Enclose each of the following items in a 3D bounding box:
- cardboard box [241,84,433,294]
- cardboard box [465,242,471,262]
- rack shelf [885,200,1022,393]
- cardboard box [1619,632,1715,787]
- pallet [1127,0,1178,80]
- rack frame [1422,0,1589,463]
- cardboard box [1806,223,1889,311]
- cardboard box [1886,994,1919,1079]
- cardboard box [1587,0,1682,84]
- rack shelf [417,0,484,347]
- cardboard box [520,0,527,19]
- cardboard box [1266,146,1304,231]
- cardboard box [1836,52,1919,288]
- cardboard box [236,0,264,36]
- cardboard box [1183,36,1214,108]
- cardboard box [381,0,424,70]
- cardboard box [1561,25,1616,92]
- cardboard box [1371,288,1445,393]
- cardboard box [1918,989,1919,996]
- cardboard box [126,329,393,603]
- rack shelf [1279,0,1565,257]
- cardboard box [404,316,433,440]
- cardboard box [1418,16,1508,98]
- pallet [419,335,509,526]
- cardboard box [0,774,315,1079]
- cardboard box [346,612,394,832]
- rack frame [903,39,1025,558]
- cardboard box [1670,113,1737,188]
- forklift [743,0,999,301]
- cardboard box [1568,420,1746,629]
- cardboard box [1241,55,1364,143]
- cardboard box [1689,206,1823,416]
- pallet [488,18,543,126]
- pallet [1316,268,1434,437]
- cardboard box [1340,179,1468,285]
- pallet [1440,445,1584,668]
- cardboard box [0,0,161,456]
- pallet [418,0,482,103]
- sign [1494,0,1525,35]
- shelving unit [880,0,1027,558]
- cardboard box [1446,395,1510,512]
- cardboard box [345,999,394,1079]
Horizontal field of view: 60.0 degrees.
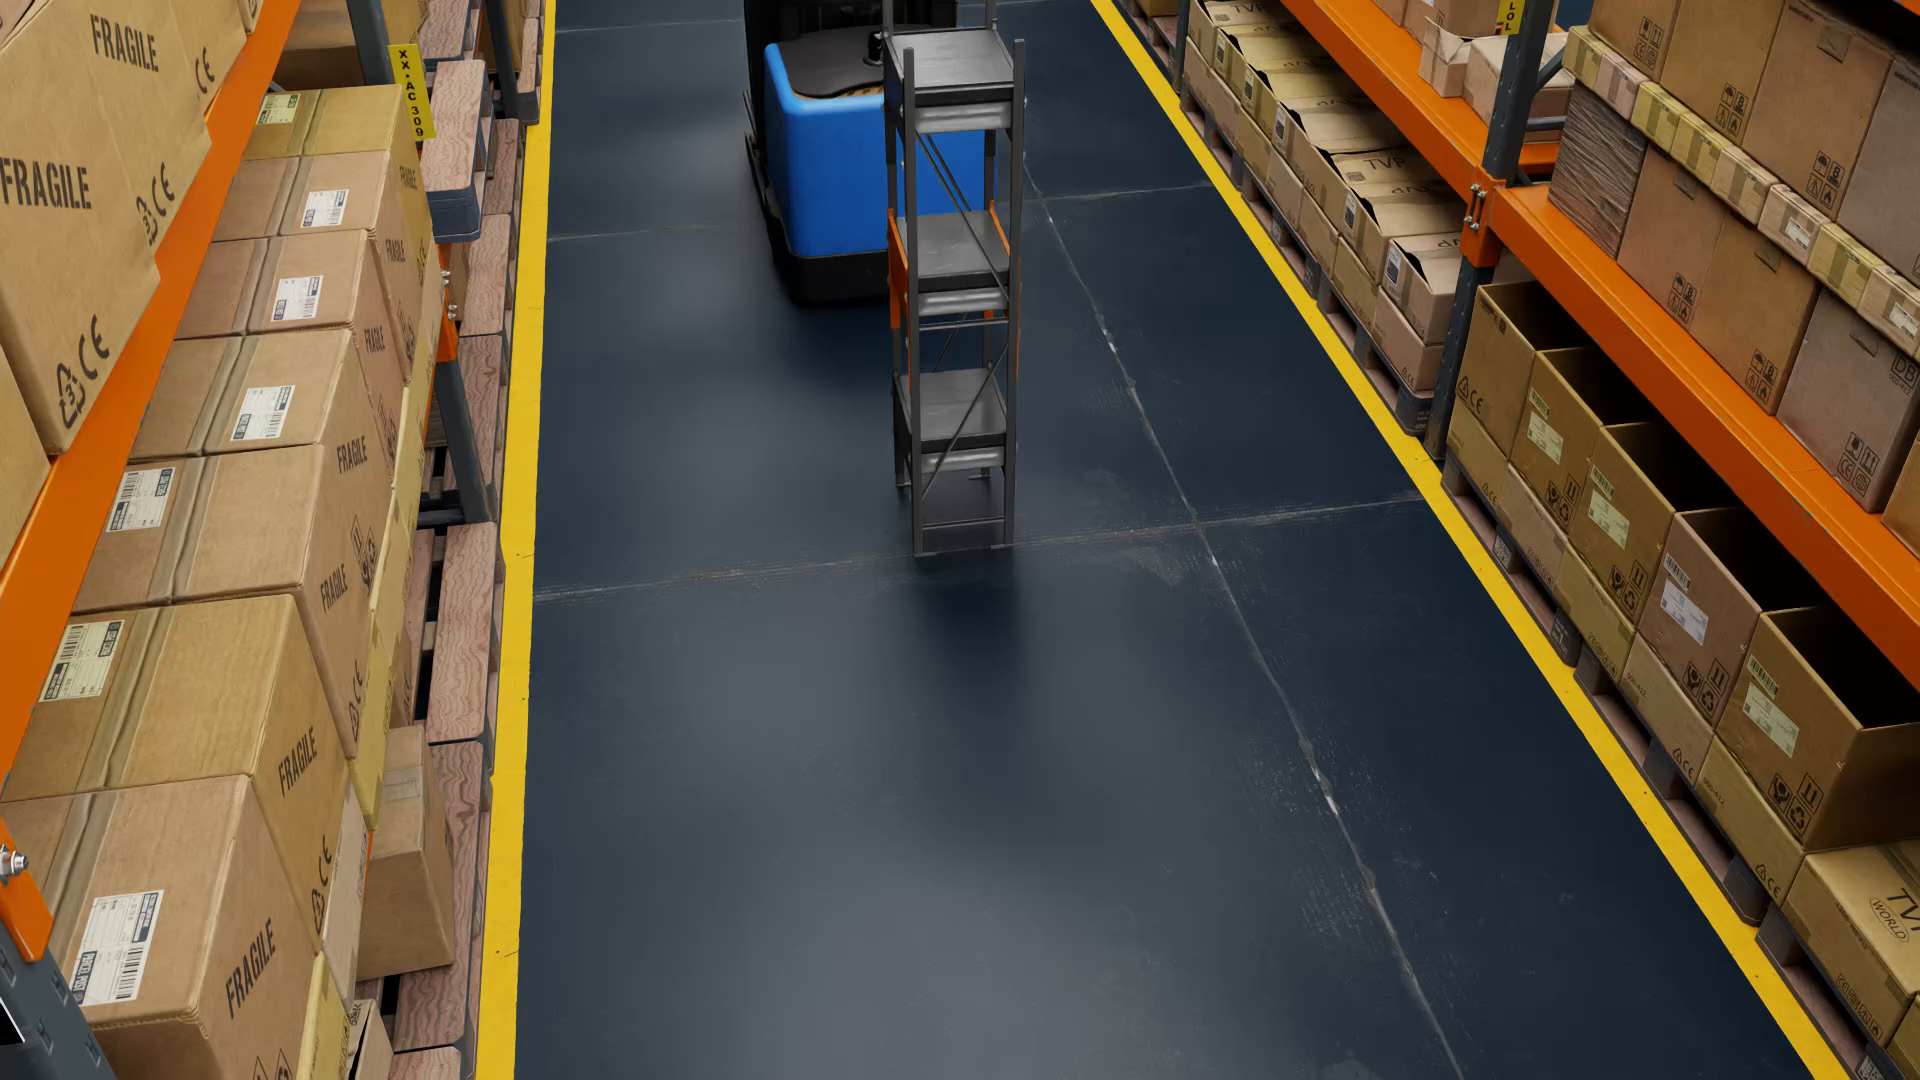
[{"bbox_3d":[-1.962,-1.068,5.175,0.500,0.500,0.500,-6,38,-8],"label":"cardboard box"},{"bbox_3d":[-2.782,-1.628,8.080,0.700,0.500,0.500,-6,38,-8],"label":"cardboard box"},{"bbox_3d":[-0.029,-0.918,6.243,0.431,0.518,0.480,-6,38,-8],"label":"rack shelf"},{"bbox_3d":[2.569,0.528,5.524,0.500,0.250,0.500,-6,38,-8],"label":"cardboard box"},{"bbox_3d":[1.732,-3.381,10.930,1.003,0.211,1.213,-6,38,-8],"label":"pallet"},{"bbox_3d":[2.527,-1.611,6.379,1.000,3.000,0.127,-6,38,-8],"label":"rack frame"},{"bbox_3d":[2.659,-0.788,4.709,0.380,0.149,0.250,-7,38,-8],"label":"cardboard box"},{"bbox_3d":[2.844,1.433,4.359,0.500,0.250,0.500,-6,38,-8],"label":"cardboard box"},{"bbox_3d":[2.611,-1.895,5.606,0.700,0.500,0.500,-6,38,-8],"label":"cardboard box"},{"bbox_3d":[-2.700,-2.000,7.465,1.077,0.370,4.000,-6,38,-8],"label":"rack shelf"},{"bbox_3d":[-3.197,-3.797,10.602,0.750,0.750,0.750,-6,38,-8],"label":"cardboard box"},{"bbox_3d":[1.904,-1.832,8.563,0.500,0.250,0.500,-5,38,-7],"label":"cardboard box"},{"bbox_3d":[2.875,-0.986,4.435,0.700,0.500,0.500,-6,38,-8],"label":"cardboard box"},{"bbox_3d":[-1.807,-1.392,3.554,0.500,0.500,0.500,-8,38,-10],"label":"cardboard box"},{"bbox_3d":[1.629,-2.759,9.755,0.500,0.250,0.500,-6,38,-8],"label":"cardboard box"},{"bbox_3d":[-2.496,-1.938,6.360,0.700,0.500,0.500,-3,38,-3],"label":"cardboard box"},{"bbox_3d":[2.384,-1.723,5.913,0.380,0.149,0.250,-6,38,-8],"label":"cardboard box"},{"bbox_3d":[2.169,-0.910,7.376,0.500,0.250,0.500,-7,38,-8],"label":"cardboard box"},{"bbox_3d":[2.842,1.137,4.129,0.500,0.500,0.500,-6,38,-8],"label":"cardboard box"},{"bbox_3d":[-1.699,-0.148,3.990,0.500,0.500,0.500,-5,38,-7],"label":"cardboard box"},{"bbox_3d":[2.177,-2.535,8.154,1.077,0.370,4.000,-6,38,-8],"label":"rack shelf"},{"bbox_3d":[-1.888,-0.469,5.015,0.500,0.250,0.500,-6,38,-8],"label":"cardboard box"},{"bbox_3d":[2.192,-2.069,7.078,0.396,0.266,0.258,-7,38,-9],"label":"cardboard box"},{"bbox_3d":[-2.487,-0.445,7.150,1.003,0.211,1.213,-6,38,-8],"label":"pallet"},{"bbox_3d":[-1.436,0.775,2.803,0.500,0.500,0.500,-6,38,-8],"label":"cardboard box"},{"bbox_3d":[-1.609,0.442,3.842,0.500,0.250,0.500,-7,38,-9],"label":"cardboard box"},{"bbox_3d":[0.014,-0.782,6.045,0.400,2.100,0.015,-6,38,-8],"label":"rack frame"},{"bbox_3d":[2.522,-1.258,5.314,0.380,0.149,0.250,-7,38,-8],"label":"cardboard box"},{"bbox_3d":[-0.609,-3.230,8.518,1.130,2.935,3.031,-7,38,-9],"label":"forklift"},{"bbox_3d":[2.476,-0.069,5.682,0.500,0.500,0.500,-6,38,-8],"label":"cardboard box"},{"bbox_3d":[1.816,-2.356,8.779,0.500,0.311,0.500,-7,38,-9],"label":"cardboard box"},{"bbox_3d":[2.794,-0.762,5.204,0.700,0.500,0.500,-6,38,-7],"label":"cardboard box"},{"bbox_3d":[-3.114,-2.875,10.279,1.003,0.211,1.213,-6,38,-8],"label":"pallet"},{"bbox_3d":[2.360,-0.951,7.801,1.003,0.211,1.213,-6,38,-8],"label":"pallet"},{"bbox_3d":[2.077,-1.440,7.600,0.500,0.311,0.500,-5,38,-7],"label":"cardboard box"},{"bbox_3d":[2.625,-0.025,6.610,1.003,0.211,1.213,-6,38,-8],"label":"pallet"},{"bbox_3d":[-1.519,-0.449,2.340,0.500,0.500,0.500,-4,38,-5],"label":"cardboard box"},{"bbox_3d":[-2.663,-2.225,7.325,1.003,0.211,1.213,-6,38,-8],"label":"pallet"},{"bbox_3d":[1.995,-1.973,5.965,0.100,0.325,0.005,-6,38,-8],"label":"sign"},{"bbox_3d":[-0.029,-0.929,6.235,0.431,2.100,0.503,-6,38,-8],"label":"shelving unit"},{"bbox_3d":[2.310,-0.378,6.691,0.500,0.250,0.500,-6,38,-8],"label":"cardboard box"},{"bbox_3d":[-1.780,1.456,4.264,0.500,0.311,0.500,-3,38,-4],"label":"cardboard box"}]
